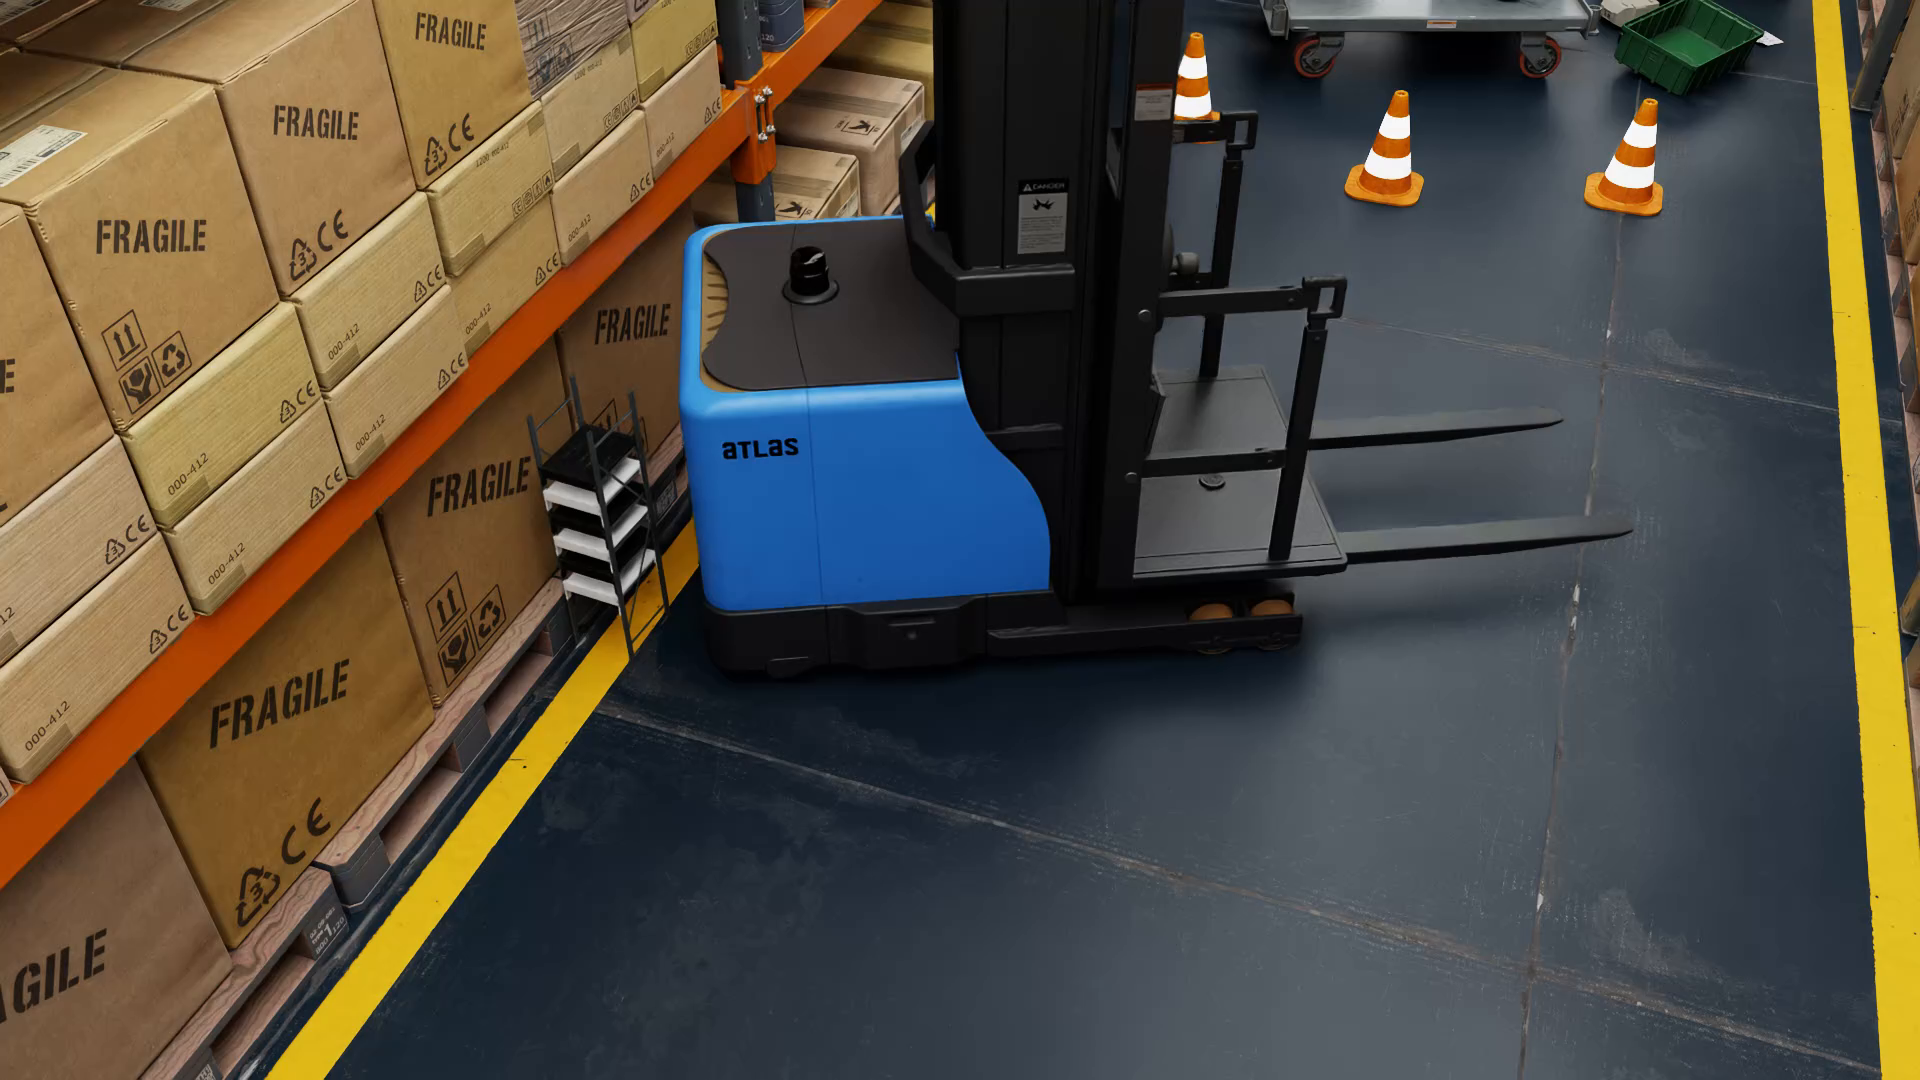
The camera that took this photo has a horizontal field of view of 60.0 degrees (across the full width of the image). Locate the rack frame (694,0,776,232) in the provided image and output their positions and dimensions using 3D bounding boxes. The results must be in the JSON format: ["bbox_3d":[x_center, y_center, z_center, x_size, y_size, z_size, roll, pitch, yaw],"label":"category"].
[{"bbox_3d":[-1.148,-1.795,5.543,1.000,3.000,0.127,13,42,15],"label":"rack frame"}]

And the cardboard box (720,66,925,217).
[{"bbox_3d":[-0.700,-1.750,7.191,0.950,0.372,0.625,13,42,14],"label":"cardboard box"}]

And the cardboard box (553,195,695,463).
[{"bbox_3d":[-1.462,-0.744,5.624,0.875,0.875,0.875,13,42,15],"label":"cardboard box"}]

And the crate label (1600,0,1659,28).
[{"bbox_3d":[3.629,-2.872,9.011,0.298,0.136,0.250,-13,42,-15],"label":"crate label"}]

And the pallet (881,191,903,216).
[{"bbox_3d":[-0.879,-1.211,7.006,1.003,0.211,1.213,13,42,15],"label":"pallet"}]

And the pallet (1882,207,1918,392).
[{"bbox_3d":[4.298,-0.903,6.646,1.003,0.211,1.213,13,42,15],"label":"pallet"}]

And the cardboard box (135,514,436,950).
[{"bbox_3d":[-2.077,0.344,4.349,0.875,0.875,0.875,14,43,16],"label":"cardboard box"}]

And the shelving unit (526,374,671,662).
[{"bbox_3d":[-1.098,-0.053,5.117,0.210,0.900,0.258,15,43,18],"label":"shelving unit"}]

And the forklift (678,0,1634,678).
[{"bbox_3d":[0.668,-1.089,4.768,3.031,2.935,1.130,-4,41,-5],"label":"forklift"}]

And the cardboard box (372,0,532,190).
[{"bbox_3d":[-1.423,-1.224,4.026,0.500,0.500,0.500,13,42,15],"label":"cardboard box"}]

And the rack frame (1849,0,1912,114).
[{"bbox_3d":[4.906,-3.198,7.187,1.000,3.000,0.127,13,42,15],"label":"rack frame"}]

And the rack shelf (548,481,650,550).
[{"bbox_3d":[-1.098,-0.097,5.081,0.200,0.077,0.258,15,43,18],"label":"rack shelf"}]

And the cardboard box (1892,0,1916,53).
[{"bbox_3d":[5.187,-2.917,8.172,0.875,0.875,0.875,14,42,16],"label":"cardboard box"}]

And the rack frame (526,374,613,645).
[{"bbox_3d":[-1.191,-0.079,5.149,0.006,0.900,0.240,15,43,18],"label":"rack frame"}]

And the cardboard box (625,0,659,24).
[{"bbox_3d":[-1.079,-1.840,4.749,0.500,0.500,0.500,12,42,14],"label":"cardboard box"}]

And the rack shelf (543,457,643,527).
[{"bbox_3d":[-1.099,-0.165,5.023,0.200,0.077,0.258,15,43,18],"label":"rack shelf"}]

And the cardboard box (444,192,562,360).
[{"bbox_3d":[-1.424,-0.754,4.438,0.500,0.250,0.500,13,42,15],"label":"cardboard box"}]

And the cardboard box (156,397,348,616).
[{"bbox_3d":[-1.751,-0.133,3.711,0.500,0.250,0.500,13,42,15],"label":"cardboard box"}]

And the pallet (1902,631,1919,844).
[{"bbox_3d":[3.270,0.779,4.674,1.003,0.211,1.213,13,42,15],"label":"pallet"}]

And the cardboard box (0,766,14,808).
[{"bbox_3d":[-2.117,0.492,2.978,0.500,0.250,0.500,12,42,14],"label":"cardboard box"}]

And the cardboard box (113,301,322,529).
[{"bbox_3d":[-1.751,-0.321,3.545,0.500,0.250,0.500,14,42,16],"label":"cardboard box"}]

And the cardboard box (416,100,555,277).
[{"bbox_3d":[-1.402,-0.946,4.278,0.500,0.250,0.500,12,42,14],"label":"cardboard box"}]

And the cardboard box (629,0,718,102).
[{"bbox_3d":[-1.075,-1.577,5.017,0.500,0.250,0.500,13,42,15],"label":"cardboard box"}]

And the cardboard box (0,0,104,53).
[{"bbox_3d":[-2.074,-1.043,3.814,0.500,0.500,0.500,14,42,16],"label":"cardboard box"}]

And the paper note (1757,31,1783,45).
[{"bbox_3d":[4.285,-2.680,8.867,0.147,0.020,0.142,-13,42,-15],"label":"paper note"}]

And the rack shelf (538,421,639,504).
[{"bbox_3d":[-1.100,-0.234,4.965,0.200,0.077,0.258,15,43,18],"label":"rack shelf"}]

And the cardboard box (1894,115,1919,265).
[{"bbox_3d":[4.445,-1.516,6.625,1.050,0.750,0.750,13,42,15],"label":"cardboard box"}]

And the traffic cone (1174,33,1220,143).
[{"bbox_3d":[1.112,-2.203,7.975,0.336,0.463,0.334,13,42,15],"label":"traffic cone"}]

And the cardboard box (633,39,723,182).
[{"bbox_3d":[-1.077,-1.372,5.163,0.500,0.250,0.500,12,42,14],"label":"cardboard box"}]

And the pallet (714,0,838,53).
[{"bbox_3d":[-1.004,-2.181,6.143,1.213,0.211,1.003,13,42,15],"label":"pallet"}]

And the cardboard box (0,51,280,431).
[{"bbox_3d":[-1.773,-0.600,3.295,0.500,0.500,0.500,12,42,14],"label":"cardboard box"}]

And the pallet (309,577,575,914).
[{"bbox_3d":[-1.907,0.471,5.035,1.003,0.211,1.213,13,42,15],"label":"pallet"}]

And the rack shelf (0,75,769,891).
[{"bbox_3d":[-1.832,-0.302,4.347,1.077,0.370,4.000,13,42,15],"label":"rack shelf"}]

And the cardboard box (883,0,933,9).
[{"bbox_3d":[-0.200,-2.635,8.229,0.950,0.372,0.625,16,43,18],"label":"cardboard box"}]
